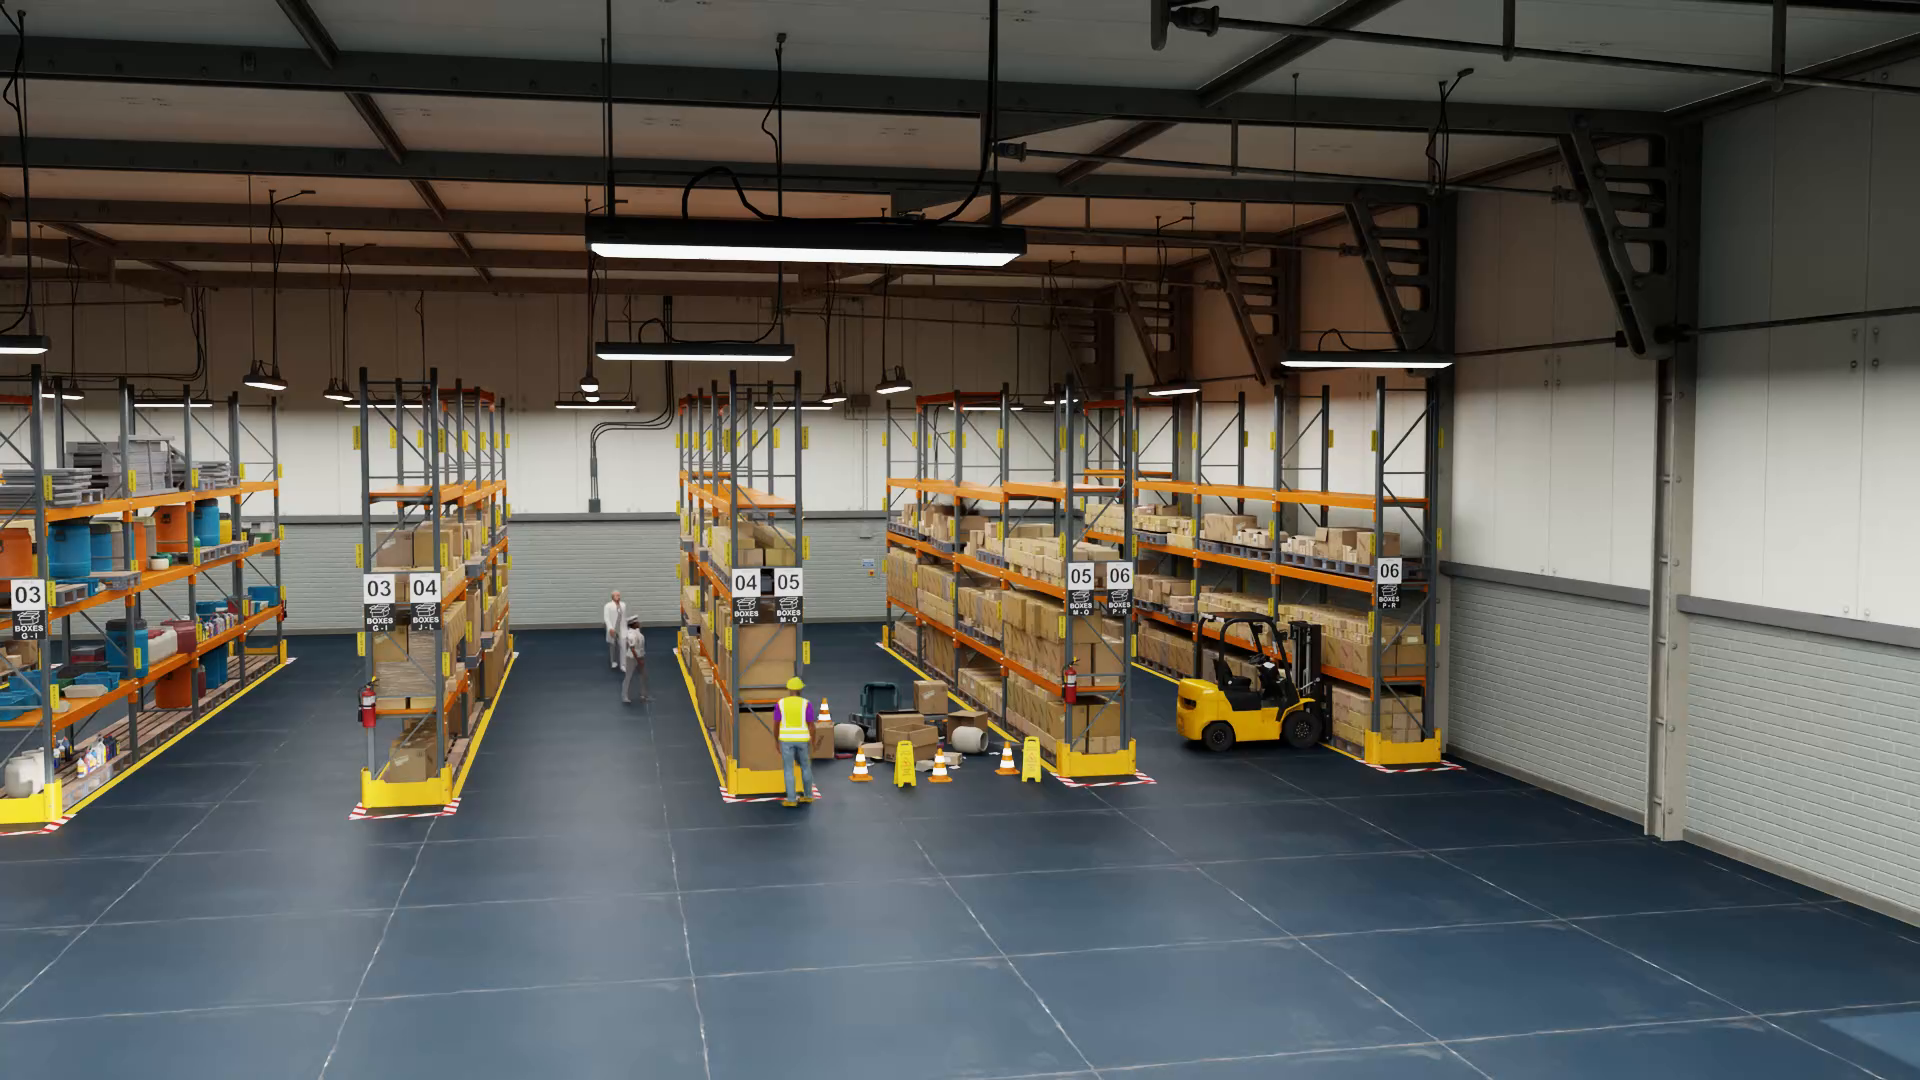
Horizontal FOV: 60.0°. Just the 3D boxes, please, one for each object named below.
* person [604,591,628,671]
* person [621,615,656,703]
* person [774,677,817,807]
[{"bbox_3d":[-7.479,1.964,36.219,0.538,1.716,1.104,-1,3,-13],"label":"person"},{"bbox_3d":[-6.203,2.286,31.972,0.535,1.723,0.635,1,4,19],"label":"person"},{"bbox_3d":[-2.269,2.756,22.863,0.585,1.779,0.536,-1,3,-9],"label":"person"}]
